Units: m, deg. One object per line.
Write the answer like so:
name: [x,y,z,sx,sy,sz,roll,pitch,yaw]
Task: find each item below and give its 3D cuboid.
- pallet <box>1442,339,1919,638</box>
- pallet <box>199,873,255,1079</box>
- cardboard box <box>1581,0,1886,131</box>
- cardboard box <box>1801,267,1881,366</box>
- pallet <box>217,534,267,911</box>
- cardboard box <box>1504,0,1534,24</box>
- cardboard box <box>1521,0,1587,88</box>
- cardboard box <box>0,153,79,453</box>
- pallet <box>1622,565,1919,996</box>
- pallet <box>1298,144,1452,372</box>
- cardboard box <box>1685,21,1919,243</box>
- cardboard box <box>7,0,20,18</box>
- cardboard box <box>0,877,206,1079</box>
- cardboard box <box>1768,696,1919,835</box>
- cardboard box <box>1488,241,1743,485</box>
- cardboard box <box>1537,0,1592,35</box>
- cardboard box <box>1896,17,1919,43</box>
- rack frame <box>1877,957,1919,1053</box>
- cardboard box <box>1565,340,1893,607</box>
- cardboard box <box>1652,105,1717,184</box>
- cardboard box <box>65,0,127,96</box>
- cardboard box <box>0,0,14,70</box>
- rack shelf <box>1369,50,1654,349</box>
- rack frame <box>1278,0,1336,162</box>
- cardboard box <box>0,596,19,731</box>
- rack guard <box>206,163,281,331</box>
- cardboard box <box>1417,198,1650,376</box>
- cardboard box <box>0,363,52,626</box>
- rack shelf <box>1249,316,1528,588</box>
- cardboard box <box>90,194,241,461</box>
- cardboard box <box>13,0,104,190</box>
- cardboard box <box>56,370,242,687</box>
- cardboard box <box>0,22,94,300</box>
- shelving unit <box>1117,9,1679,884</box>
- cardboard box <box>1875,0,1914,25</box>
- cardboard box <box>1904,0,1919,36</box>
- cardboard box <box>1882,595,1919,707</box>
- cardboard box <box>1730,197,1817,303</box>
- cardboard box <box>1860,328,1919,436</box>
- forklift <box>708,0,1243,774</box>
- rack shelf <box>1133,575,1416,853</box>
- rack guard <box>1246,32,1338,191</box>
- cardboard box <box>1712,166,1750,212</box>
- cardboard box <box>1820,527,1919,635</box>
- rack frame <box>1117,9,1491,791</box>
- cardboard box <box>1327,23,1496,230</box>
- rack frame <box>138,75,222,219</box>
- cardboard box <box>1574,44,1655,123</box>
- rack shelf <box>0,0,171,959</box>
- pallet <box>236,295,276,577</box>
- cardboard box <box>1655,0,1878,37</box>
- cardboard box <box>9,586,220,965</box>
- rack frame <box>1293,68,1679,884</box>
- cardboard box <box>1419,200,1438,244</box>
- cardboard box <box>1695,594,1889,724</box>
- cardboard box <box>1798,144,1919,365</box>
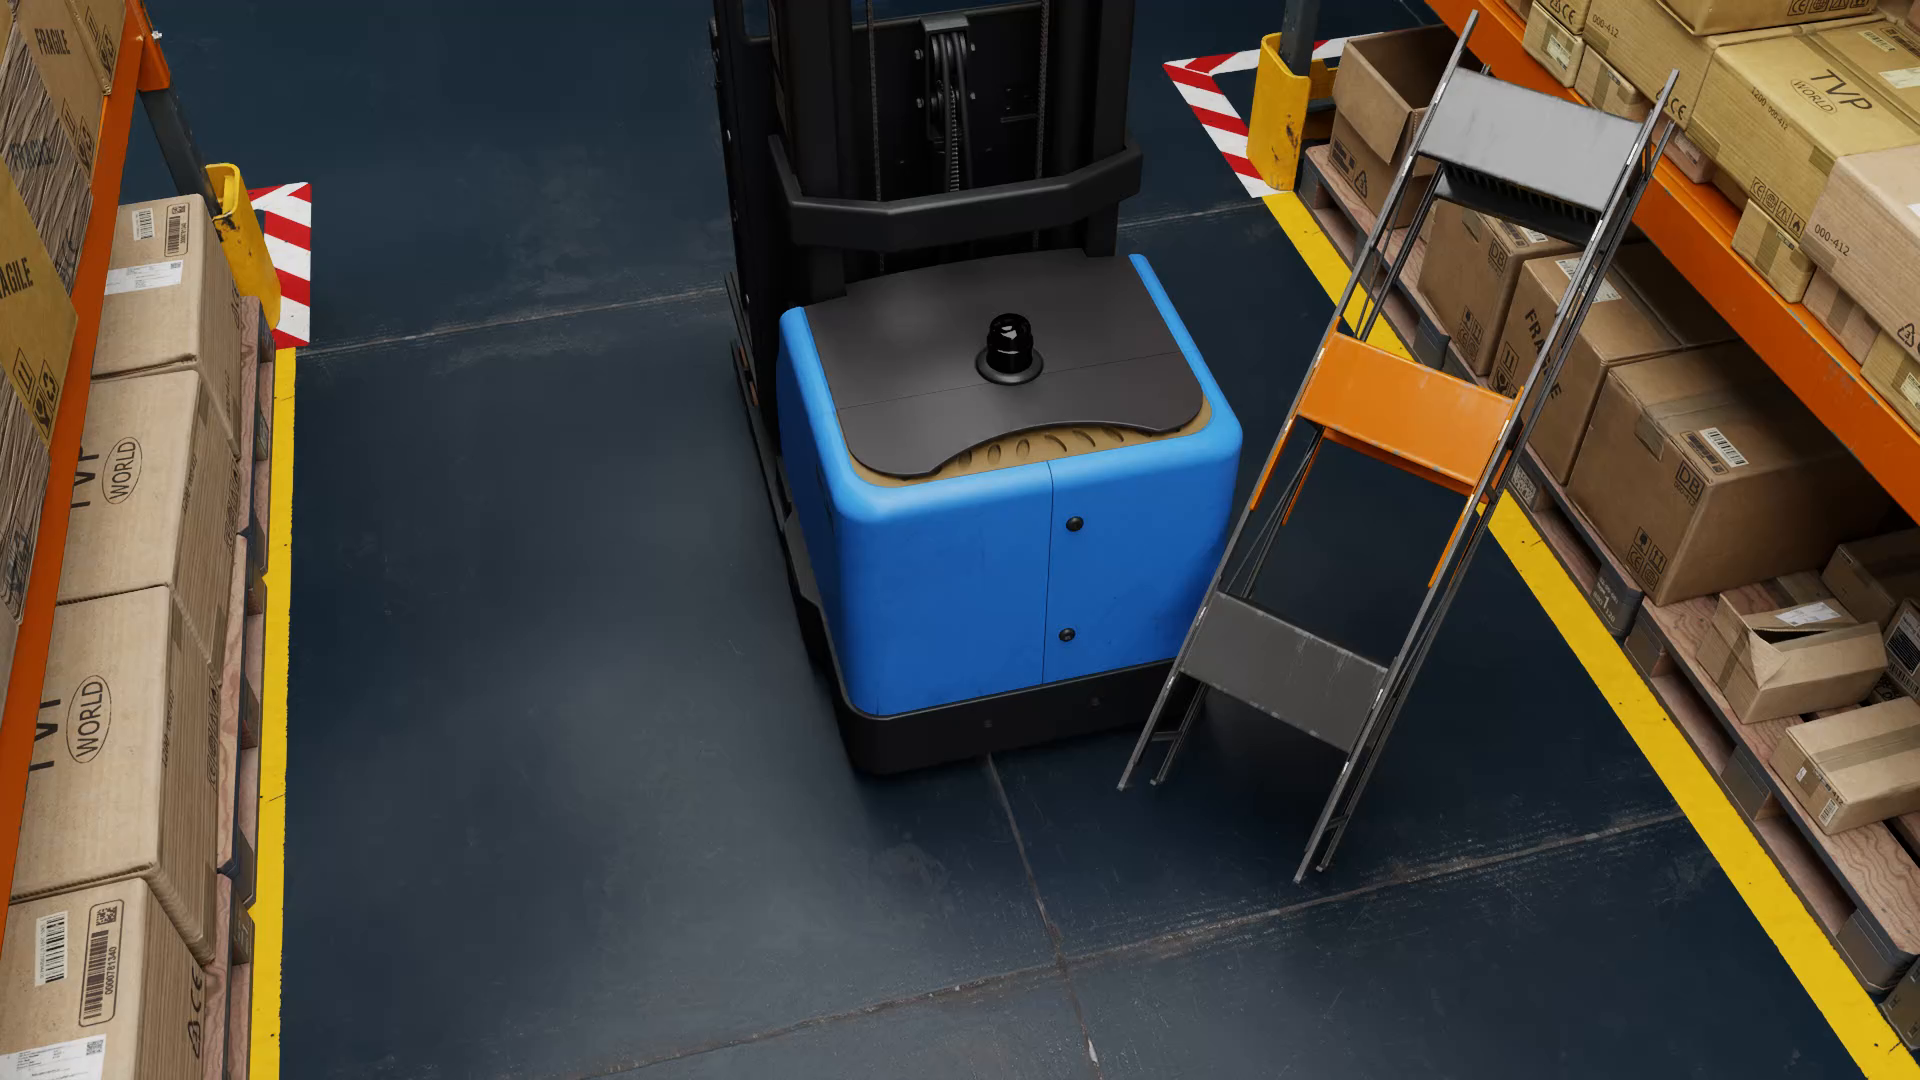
pallet: [2.277,-0.284,5.380,1.003,0.211,1.213,-11,47,-10]
pallet: [-2.148,1.405,3.725,1.003,0.211,1.213,-11,47,-10]
cardboard box: [2.014,-1.346,4.365,0.500,0.250,0.500,-12,47,-11]
cardboard box: [2.224,-0.564,3.879,0.380,0.149,0.250,-10,46,-9]
pallet: [-2.464,0.562,4.552,1.003,0.211,1.213,-11,47,-10]
cardboard box: [1.853,-1.628,4.921,0.380,0.149,0.250,-10,46,-10]
cardboard box: [1.845,-1.440,4.736,0.380,0.149,0.250,-12,47,-11]
cardboard box: [-2.274,-0.487,3.557,0.500,0.500,0.500,-9,46,-9]
pallet: [2.593,0.560,4.553,1.003,0.211,1.213,-11,47,-10]
pallet: [1.969,-1.124,6.204,1.003,0.211,1.213,-11,47,-10]
cardboard box: [2.145,-0.990,4.017,0.500,0.250,0.500,-11,47,-11]
cardboard box: [-2.537,-1.533,3.882,0.500,0.500,0.500,-11,47,-10]
cardboard box: [-2.086,1.265,3.410,0.875,0.438,0.875,-11,47,-11]
cardboard box: [2.342,0.578,4.285,0.380,0.149,0.250,-12,47,-12]
cardboard box: [2.029,-0.555,5.150,0.500,0.500,0.500,-10,46,-10]
cardboard box: [1.862,-1.695,4.707,0.500,0.250,0.500,-12,47,-11]
cardboard box: [2.637,-1.086,4.111,0.500,0.250,0.500,-10,46,-9]
rack frame: [2.768,0.059,3.092,1.000,3.000,0.127,-11,47,-10]
cardboard box: [2.256,-0.222,4.823,0.700,0.500,0.500,-12,47,-12]
cardboard box: [2.065,-1.096,4.400,0.380,0.149,0.250,-11,47,-10]
cardboard box: [-2.674,-1.543,4.592,0.500,0.500,0.500,-10,47,-10]
cardboard box: [-2.414,-1.191,3.547,0.500,0.500,0.500,-11,47,-11]
rack shelf: [1.381,-0.838,4.151,0.480,0.431,0.518,26,95,22]
rack frame: [1.744,-2.703,5.799,1.000,3.000,0.127,-11,47,-10]
cardboard box: [-2.021,0.214,2.870,0.500,0.500,0.500,-10,47,-10]
rack guard: [-3.059,-0.935,5.816,1.175,0.500,0.348,-11,47,-10]
cardboard box: [1.990,-0.938,5.525,0.700,0.500,0.500,-9,46,-9]
cardboard box: [-2.142,-0.131,3.208,0.500,0.500,0.500,-10,47,-10]
rack shelf: [1.098,-0.200,4.202,0.480,0.431,0.518,26,95,22]
cardboard box: [-2.788,-0.606,5.243,0.875,0.438,0.875,-12,47,-12]
cardboard box: [-2.560,-1.194,4.250,0.500,0.500,0.500,-12,47,-11]
cardboard box: [-2.545,0.025,4.626,0.875,0.438,0.875,-10,46,-9]
cardboard box: [-2.419,-0.841,3.904,0.500,0.500,0.500,-9,46,-9]
shelving unit: [1.104,-0.212,4.201,0.503,0.431,2.100,26,95,22]
cardboard box: [2.505,-1.426,4.444,0.500,0.250,0.500,-11,47,-10]
cardboard box: [2.644,-1.332,3.827,0.500,0.500,0.500,-12,47,-11]
cardboard box: [2.828,0.353,4.392,0.500,0.311,0.500,-9,46,-9]
cardboard box: [2.131,-0.736,4.047,0.380,0.149,0.250,-11,47,-11]
cardboard box: [2.265,-0.378,3.696,0.380,0.149,0.250,-10,46,-9]
forklift: [-0.159,-1.461,4.630,1.130,2.935,3.031,-11,47,-10]
rack shelf: [0.815,0.438,4.254,0.480,0.431,0.518,26,95,22]
rack guard: [1.764,-1.776,6.640,1.175,0.500,0.348,-11,47,-10]
cardboard box: [2.173,-0.934,4.241,0.380,0.149,0.250,-10,46,-10]
cardboard box: [2.716,0.111,4.743,0.380,0.149,0.250,-11,47,-11]
rack frame: [0.900,-0.310,4.293,0.015,0.400,2.100,26,95,22]
cardboard box: [1.809,-1.537,6.110,0.797,0.503,0.637,-12,47,-12]
rack frame: [-3.053,-1.793,4.907,1.000,3.000,0.127,-11,47,-10]
cardboard box: [1.932,-1.261,4.562,0.380,0.149,0.250,-10,46,-9]
rack shelf: [-2.541,-0.160,3.811,1.077,0.370,4.000,-11,47,-10]
pallet: [-2.773,-0.279,5.376,1.003,0.211,1.213,-11,47,-10]
cardboard box: [1.984,-1.619,4.108,0.500,0.500,0.500,-10,46,-9]
cardboard box: [-2.316,0.647,4.015,0.875,0.438,0.875,-12,47,-11]
rack frame: [1.307,-0.114,4.109,0.015,0.400,2.100,26,95,22]
cardboard box: [1.880,-1.112,5.942,0.380,0.149,0.250,-12,47,-12]
cardboard box: [2.250,0.291,4.485,0.396,0.266,0.258,-9,46,-9]
cardboard box: [2.259,-0.643,3.677,0.500,0.250,0.500,-11,47,-10]
